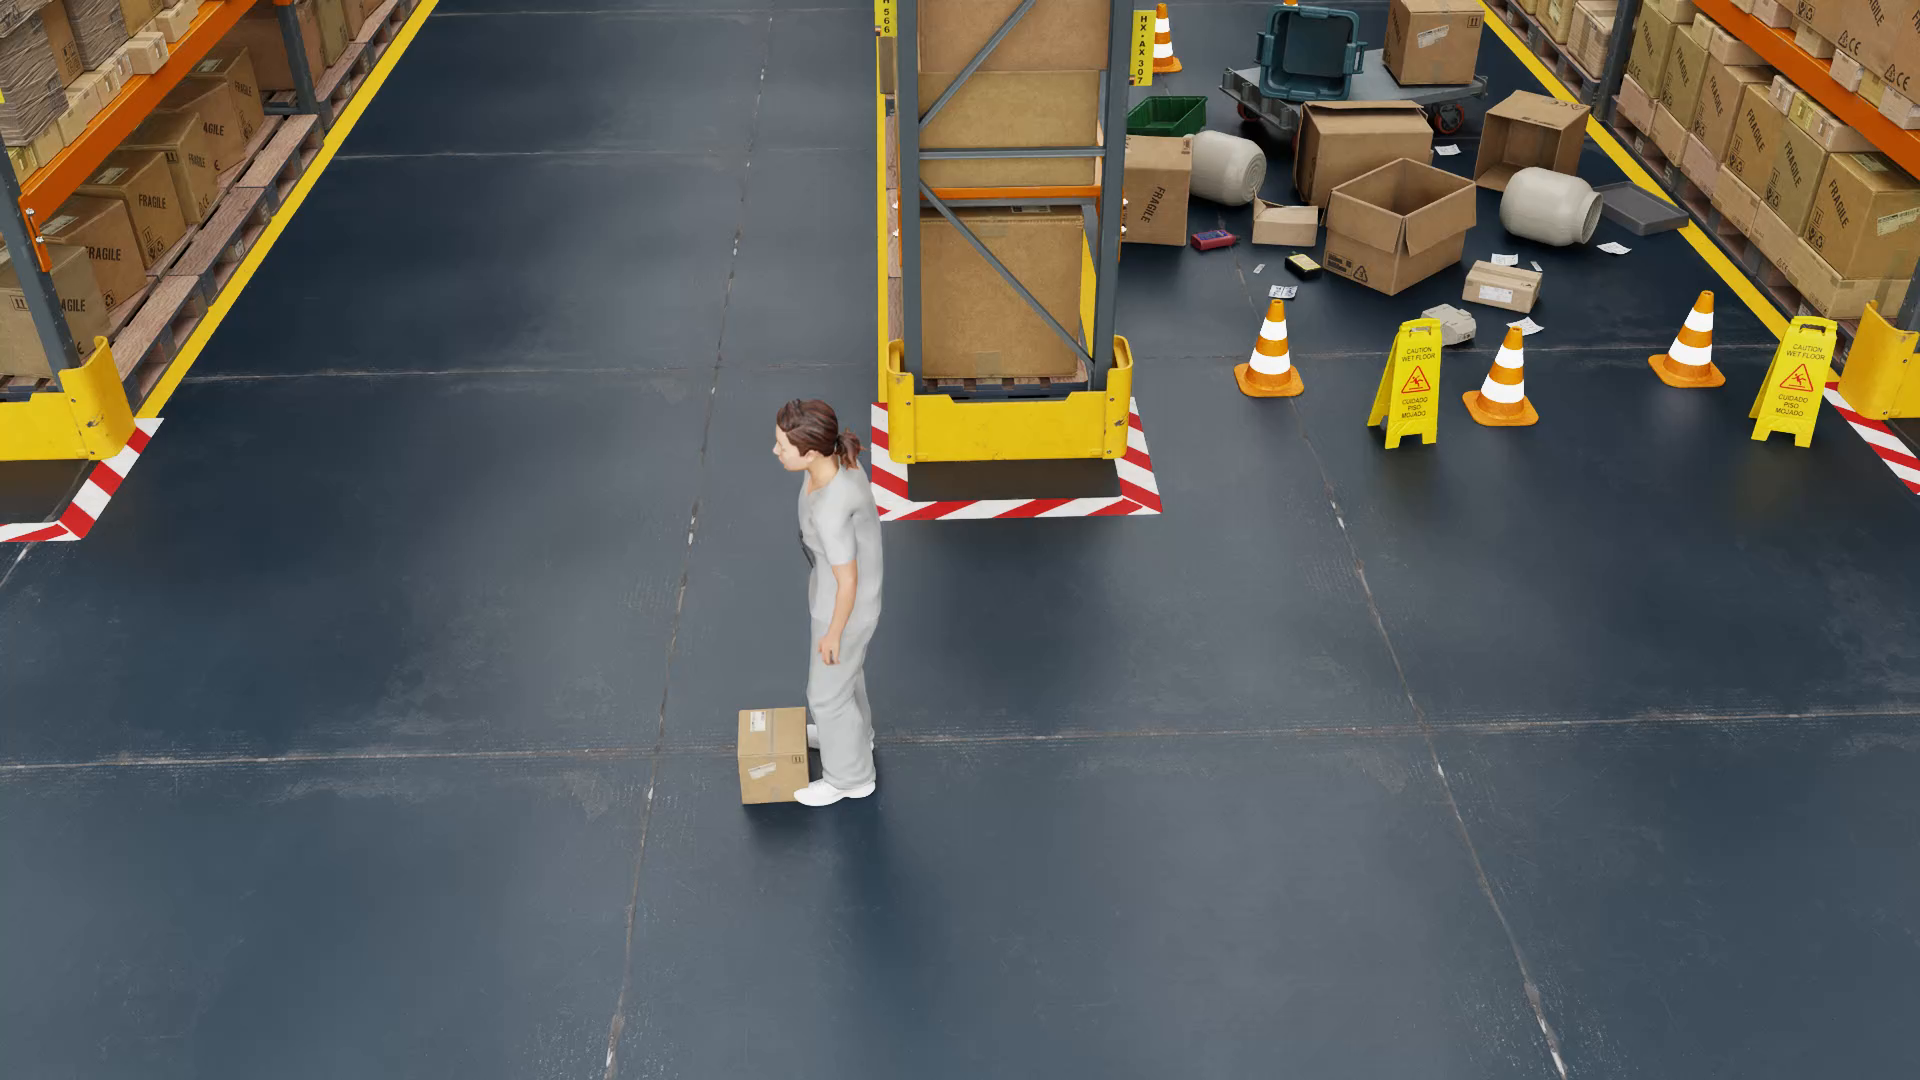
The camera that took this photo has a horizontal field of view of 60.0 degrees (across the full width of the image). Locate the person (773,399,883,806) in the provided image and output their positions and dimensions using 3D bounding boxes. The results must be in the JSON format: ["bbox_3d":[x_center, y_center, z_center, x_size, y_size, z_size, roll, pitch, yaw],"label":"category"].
[{"bbox_3d":[-0.451,0.216,5.844,0.369,1.671,0.512,-4,36,-5],"label":"person"}]
